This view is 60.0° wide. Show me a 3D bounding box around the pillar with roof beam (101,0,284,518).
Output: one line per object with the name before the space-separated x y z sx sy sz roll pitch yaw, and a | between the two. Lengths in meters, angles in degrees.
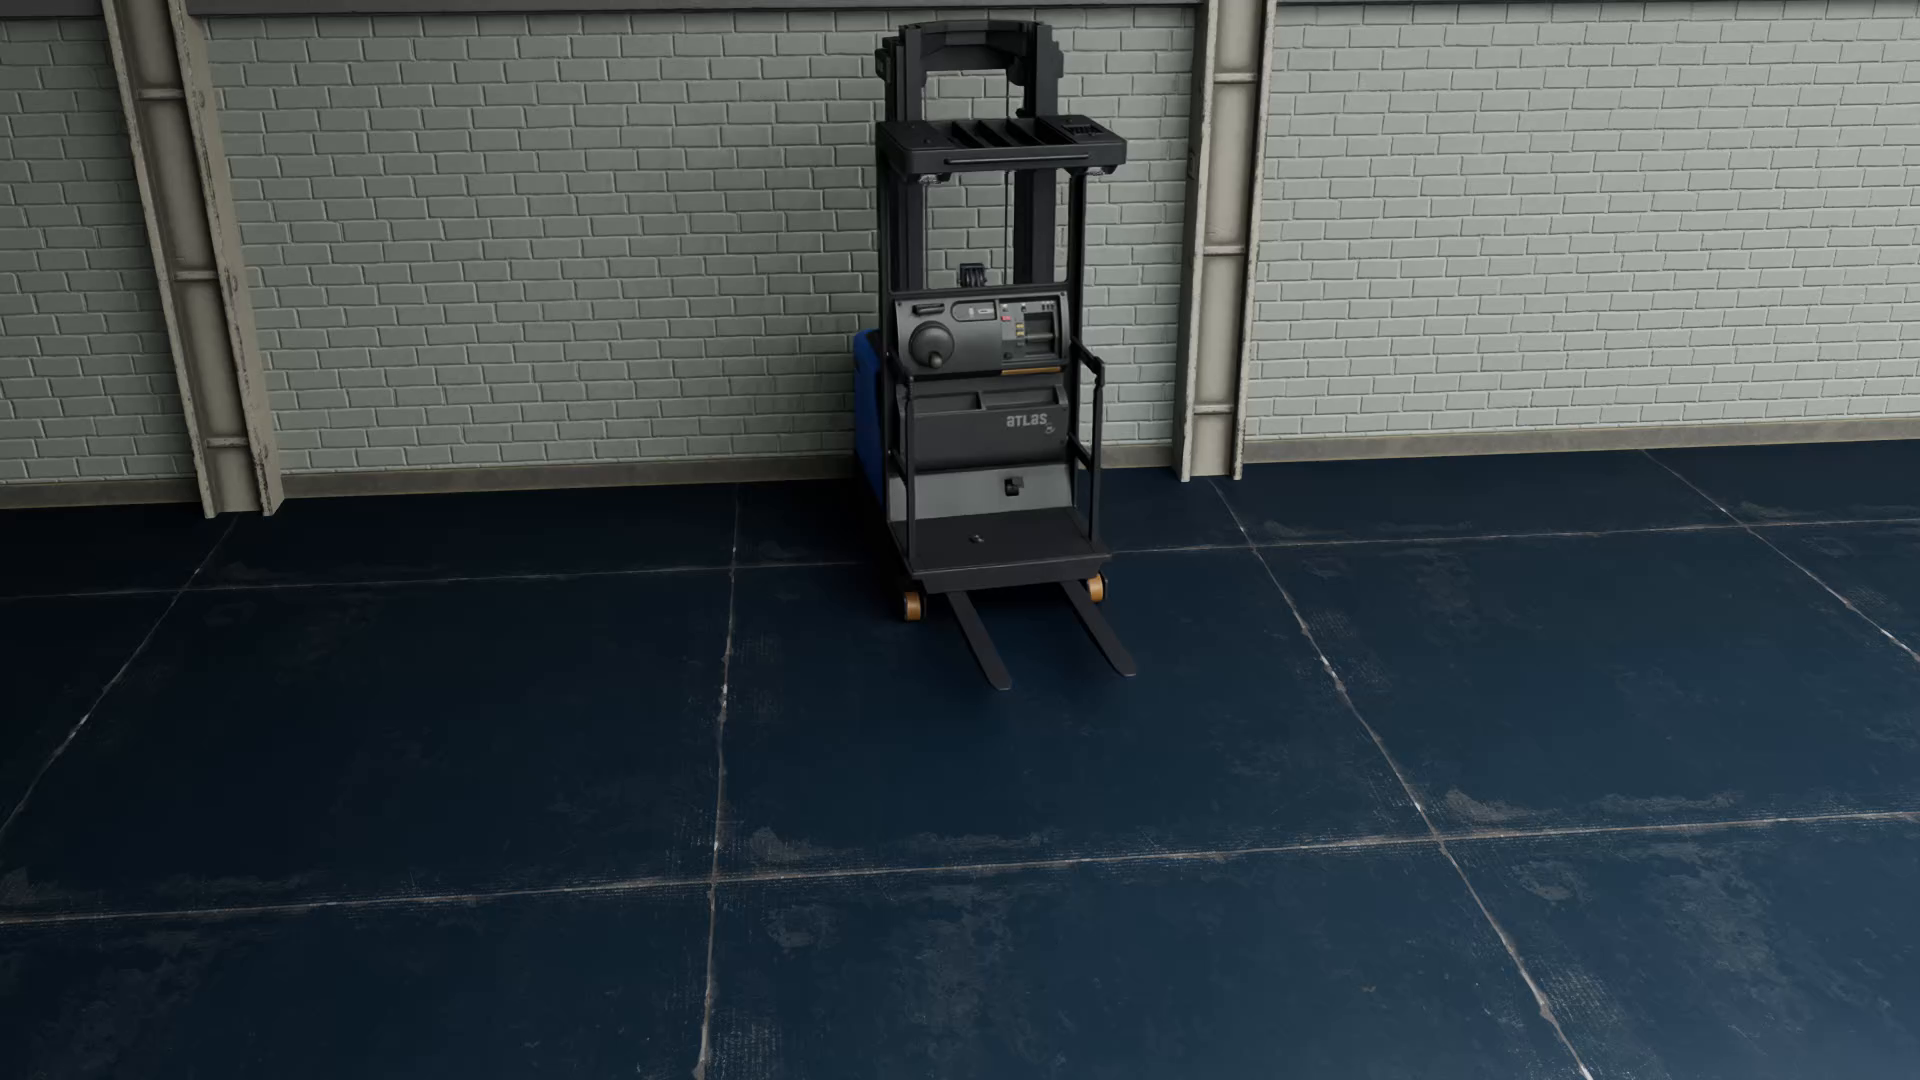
pillar with roof beam | -3.960 -2.574 4.462 0.400 9.000 9.100 -2 24 -5

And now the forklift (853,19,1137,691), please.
forklift | 0.169 -1.075 8.560 1.130 2.935 3.031 -5 24 -11

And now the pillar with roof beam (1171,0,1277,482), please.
pillar with roof beam | 2.011 -2.813 5.001 0.400 9.000 9.100 -2 24 -5
